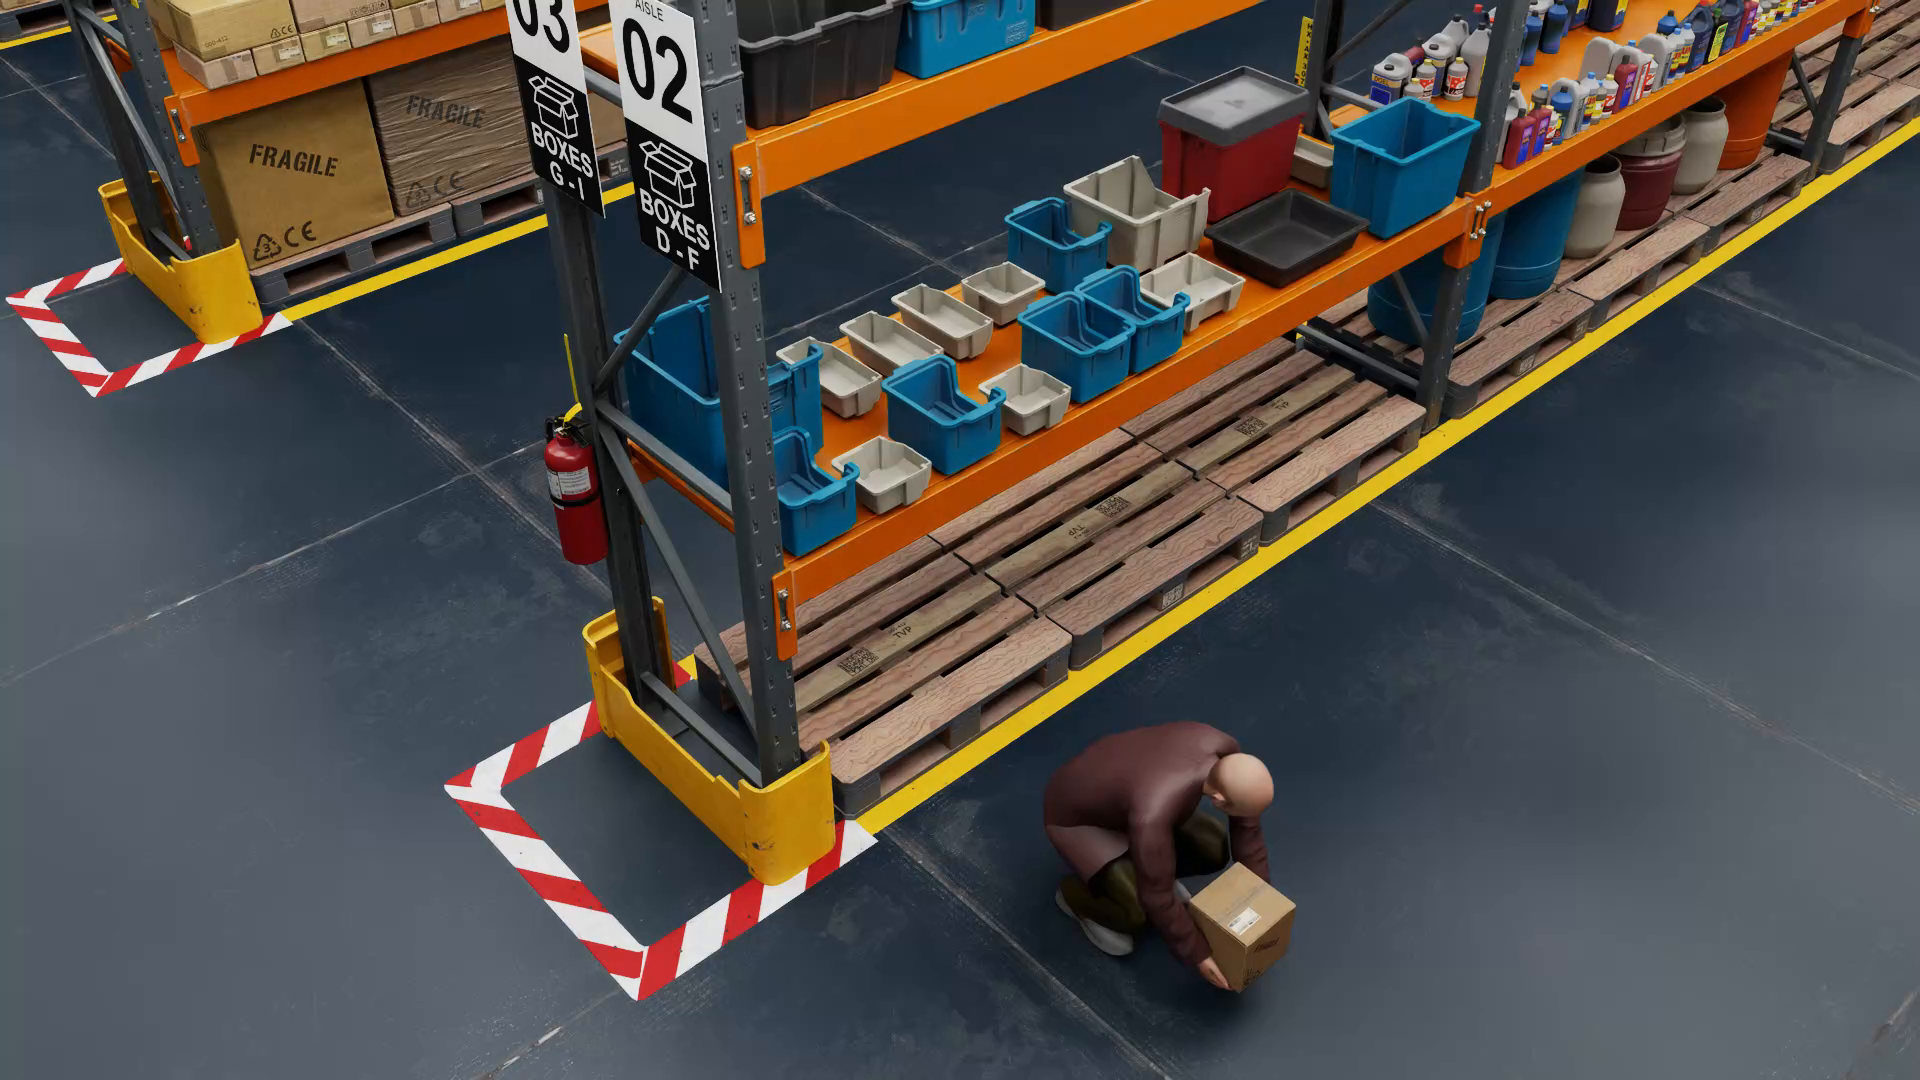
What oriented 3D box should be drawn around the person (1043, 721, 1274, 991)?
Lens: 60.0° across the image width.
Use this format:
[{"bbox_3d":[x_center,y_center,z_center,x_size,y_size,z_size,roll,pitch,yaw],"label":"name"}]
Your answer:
[{"bbox_3d":[0.685,0.992,5.625,0.612,0.980,0.901,-30,48,-32],"label":"person"}]
